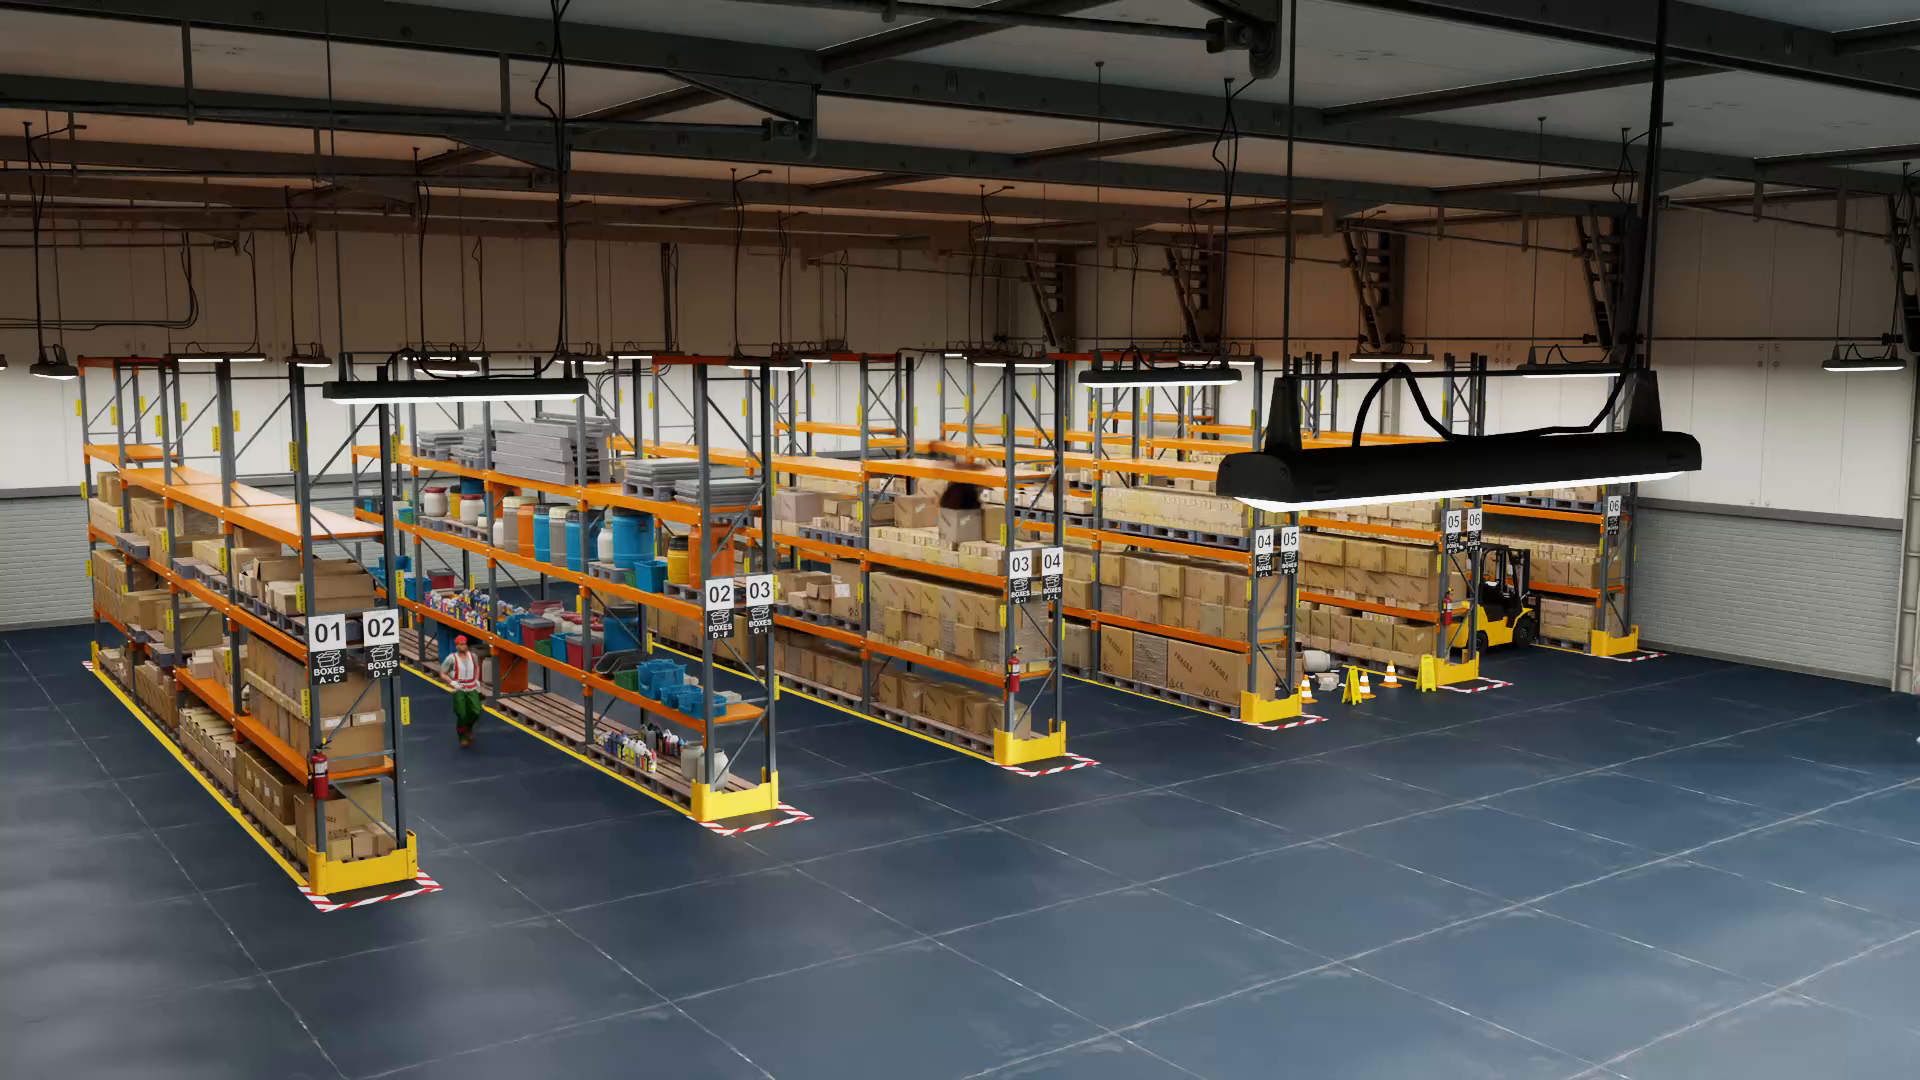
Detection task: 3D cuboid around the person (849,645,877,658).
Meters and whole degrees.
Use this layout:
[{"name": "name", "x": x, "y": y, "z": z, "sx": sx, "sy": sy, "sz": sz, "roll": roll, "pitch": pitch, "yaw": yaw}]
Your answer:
[{"name": "person", "x": -1.875, "y": 1.542, "z": 32.479, "sx": 0.606, "sy": 1.721, "sz": 0.809, "roll": -6, "pitch": 9, "yaw": -41}]

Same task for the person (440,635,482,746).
[{"name": "person", "x": -7.681, "y": 2.340, "z": 25.743, "sx": 0.659, "sy": 1.745, "sz": 0.572, "roll": -5, "pitch": 9, "yaw": -36}]
